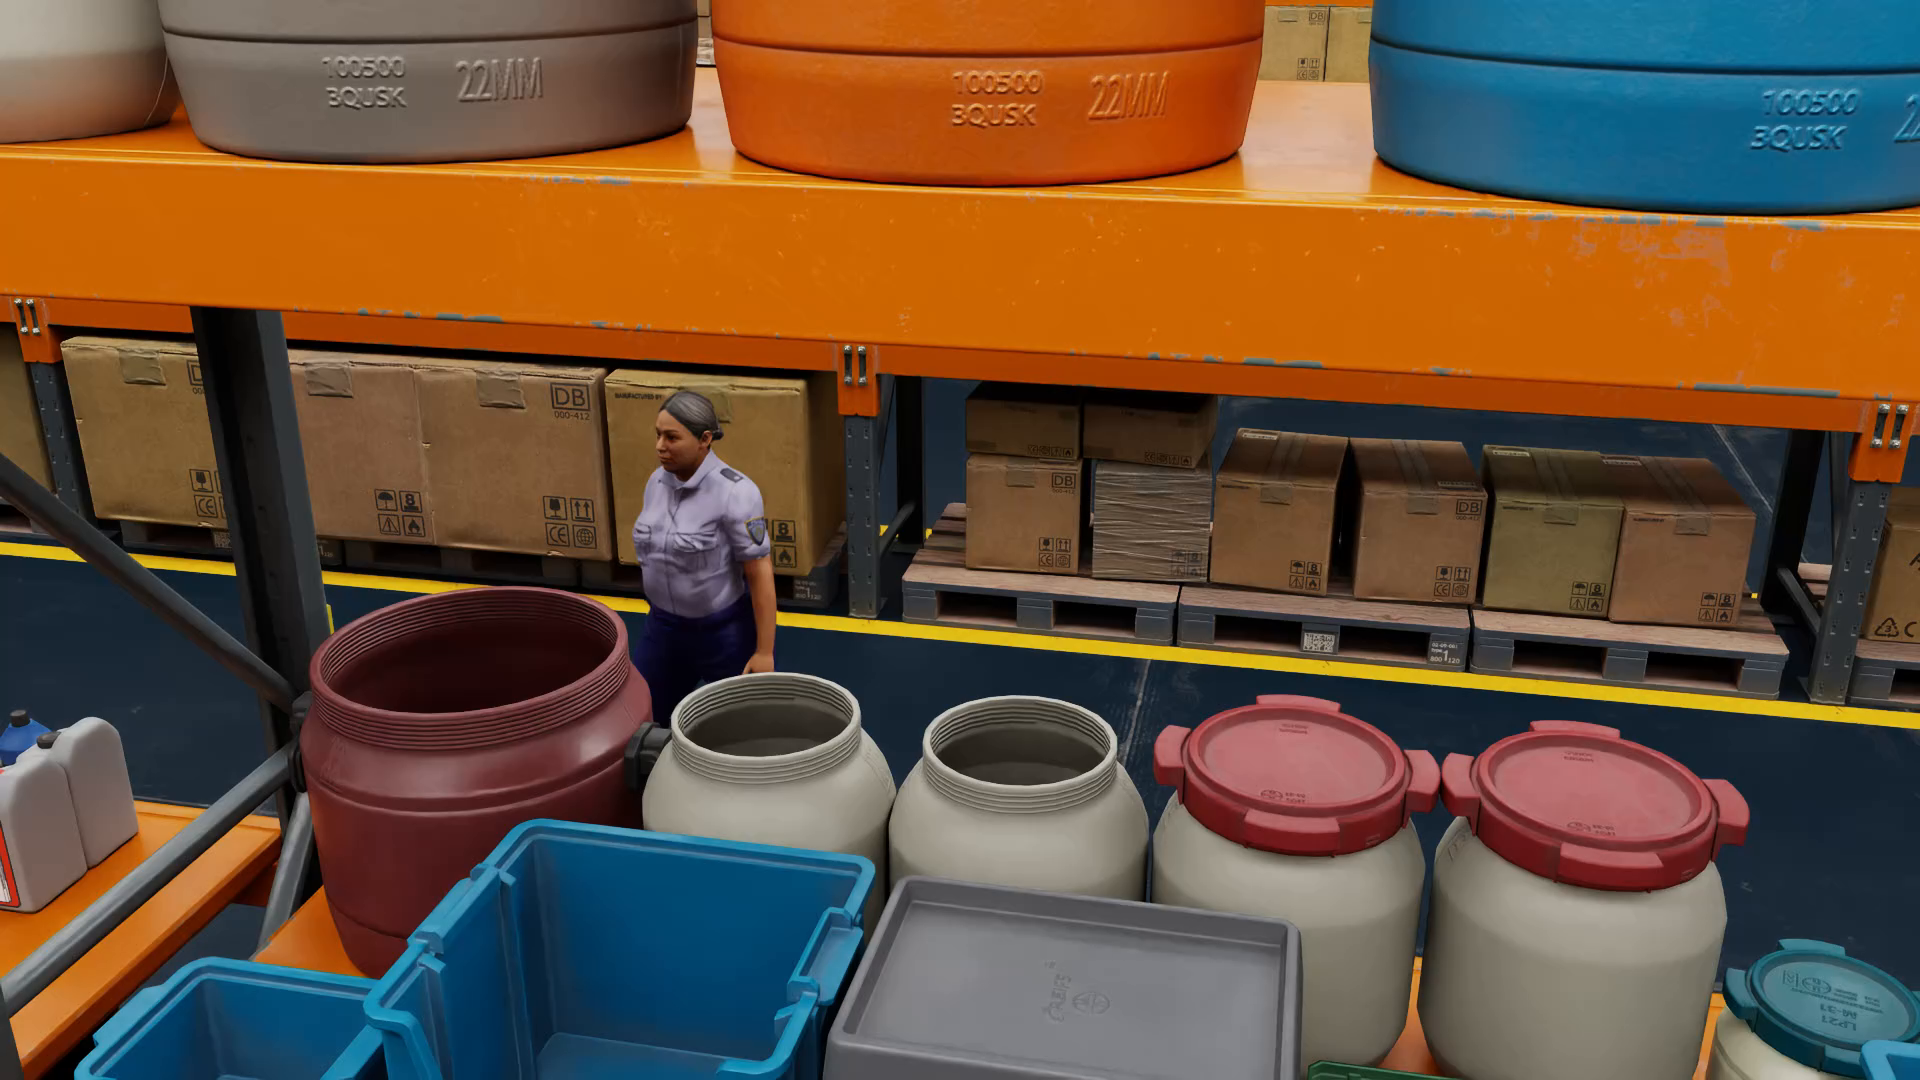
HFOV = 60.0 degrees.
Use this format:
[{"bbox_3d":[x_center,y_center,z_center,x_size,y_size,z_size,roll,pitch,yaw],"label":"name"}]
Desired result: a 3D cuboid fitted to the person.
[{"bbox_3d":[-0.795,0.313,5.321,0.630,1.617,0.765,15,26,33],"label":"person"}]
